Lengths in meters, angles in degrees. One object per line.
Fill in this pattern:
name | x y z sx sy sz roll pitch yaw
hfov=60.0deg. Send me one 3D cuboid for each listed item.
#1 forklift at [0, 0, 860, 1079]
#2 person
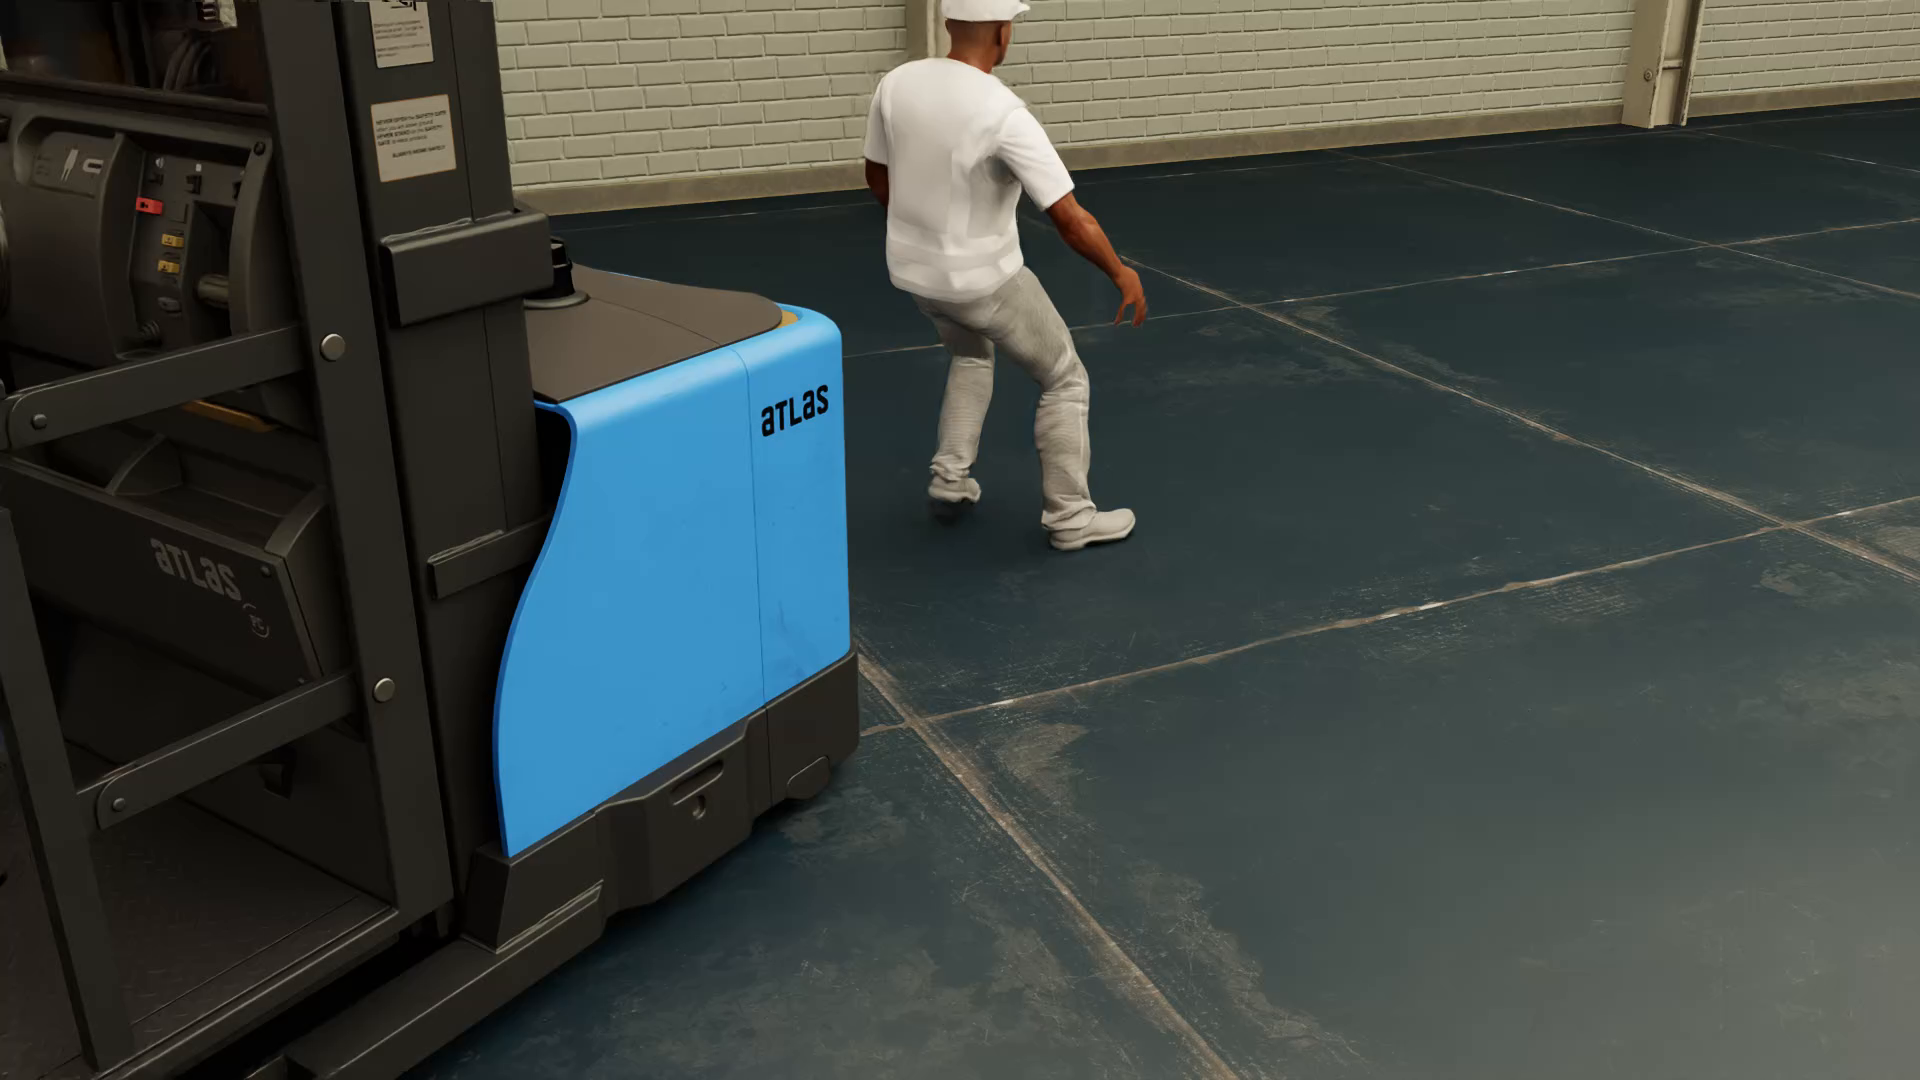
forklift | -1.475 -0.469 2.416 1.130 2.935 3.031 15 27 31
person | 0.111 -0.813 4.886 0.826 1.678 0.547 19 29 38
